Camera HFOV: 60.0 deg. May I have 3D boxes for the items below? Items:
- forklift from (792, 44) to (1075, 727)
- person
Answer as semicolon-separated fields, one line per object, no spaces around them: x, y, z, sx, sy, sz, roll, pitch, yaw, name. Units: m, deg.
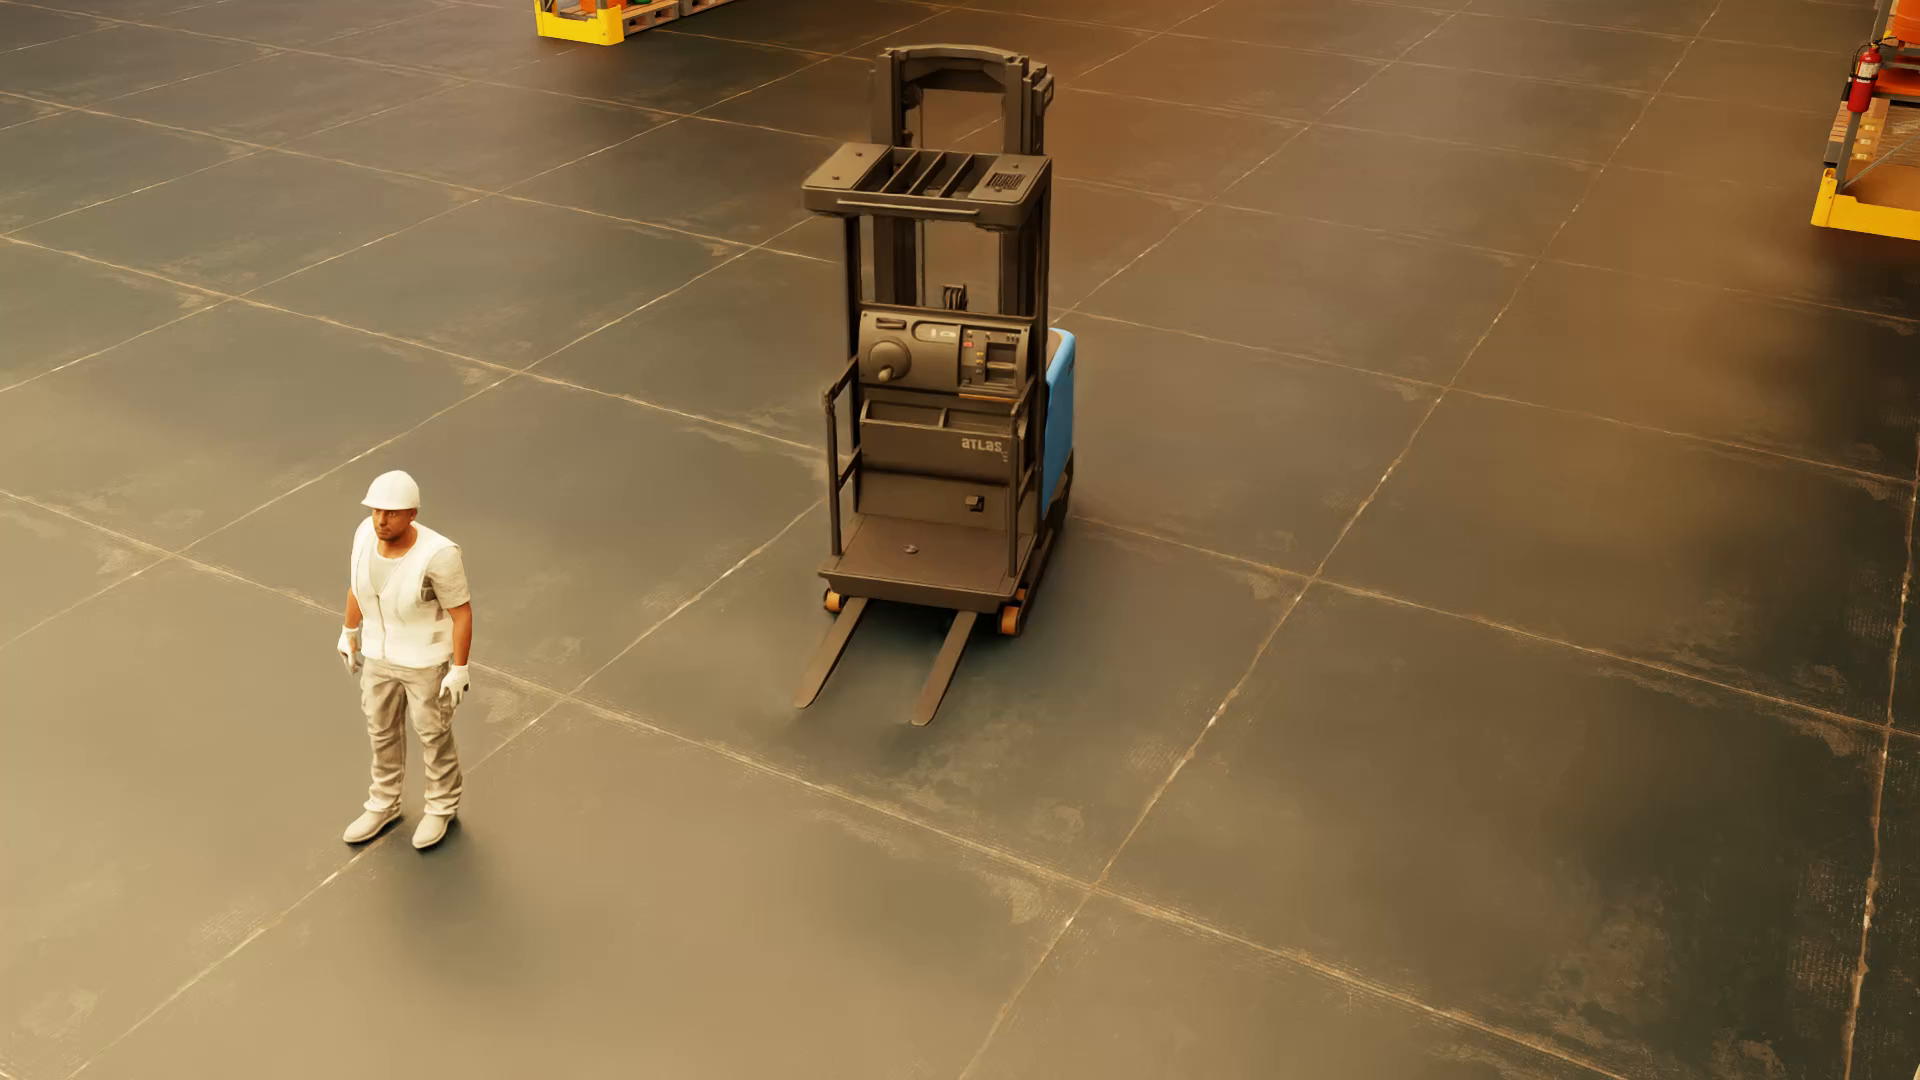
-0.137;-0.955;8.726;1.130;2.935;3.031;7;31;12;forklift
-2.455;0.543;7.268;0.654;1.785;0.562;12;32;19;person
